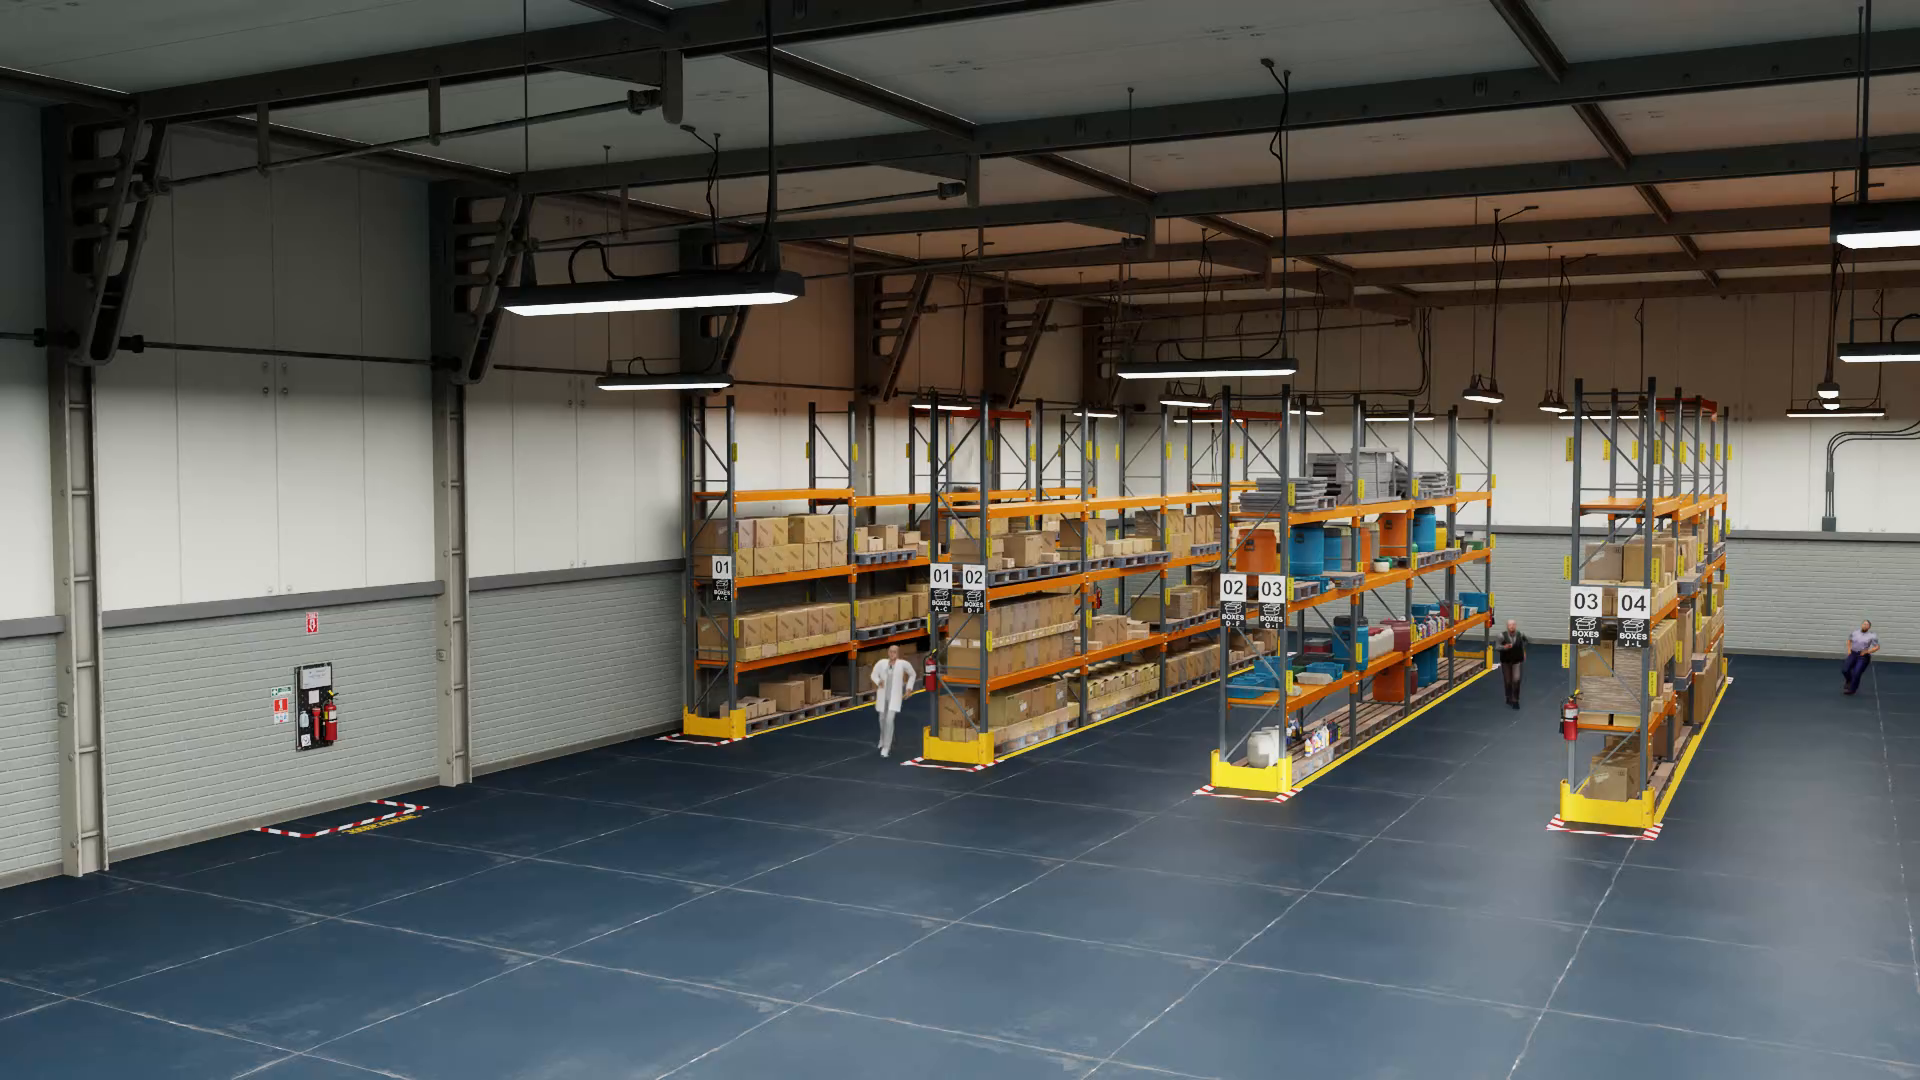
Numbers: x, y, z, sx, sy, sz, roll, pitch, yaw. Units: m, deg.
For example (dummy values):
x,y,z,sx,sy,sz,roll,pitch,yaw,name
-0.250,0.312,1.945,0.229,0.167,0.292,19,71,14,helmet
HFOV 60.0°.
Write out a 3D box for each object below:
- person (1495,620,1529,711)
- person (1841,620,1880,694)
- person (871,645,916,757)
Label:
x,y,z,sx,sy,sz,roll,pitch,yaw,name
10.772,2.446,32.479,0.624,1.786,0.830,1,3,18,person
18.549,2.420,34.272,0.507,1.567,0.687,-3,4,-43,person
-1.134,2.639,27.660,0.742,1.799,0.965,1,3,12,person
